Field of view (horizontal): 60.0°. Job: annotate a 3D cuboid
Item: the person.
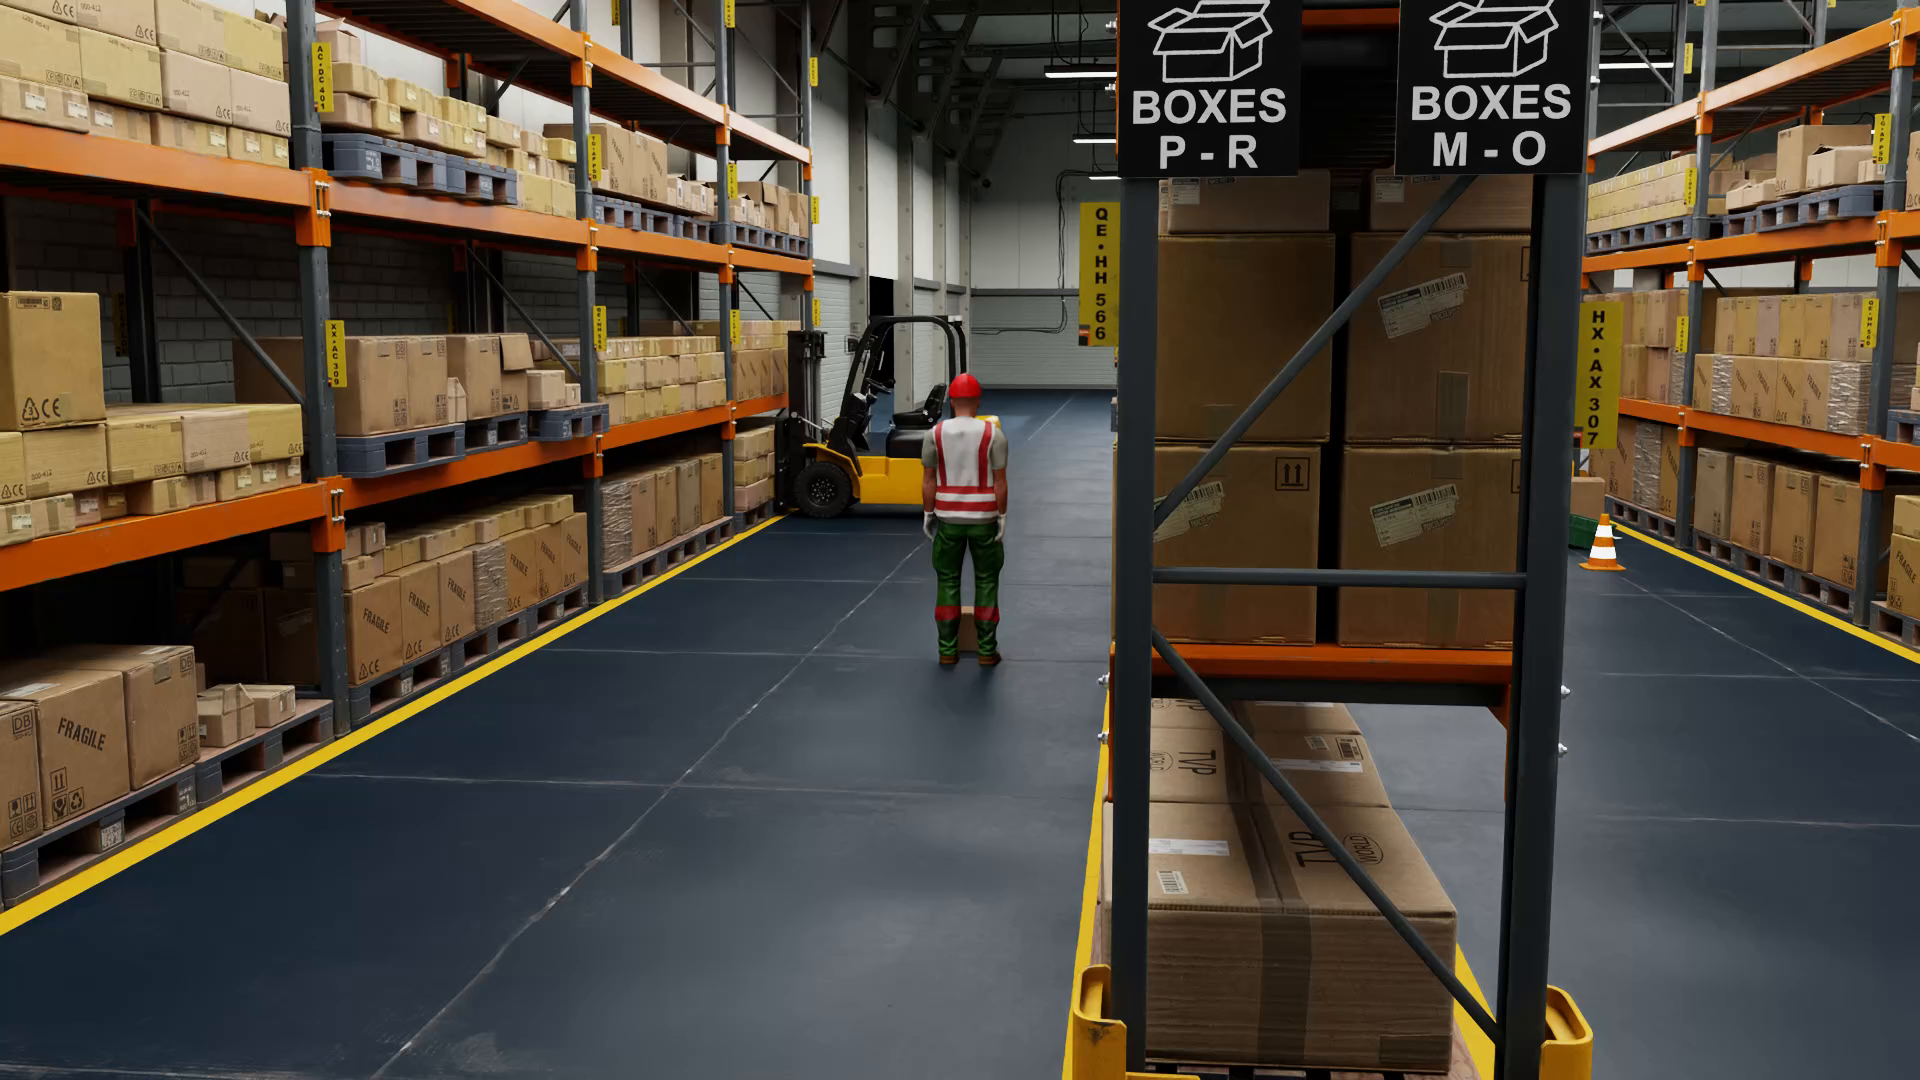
[{"bbox_3d":[0.024,-0.098,10.200,0.547,1.724,0.478,1,8,8],"label":"person"}]
